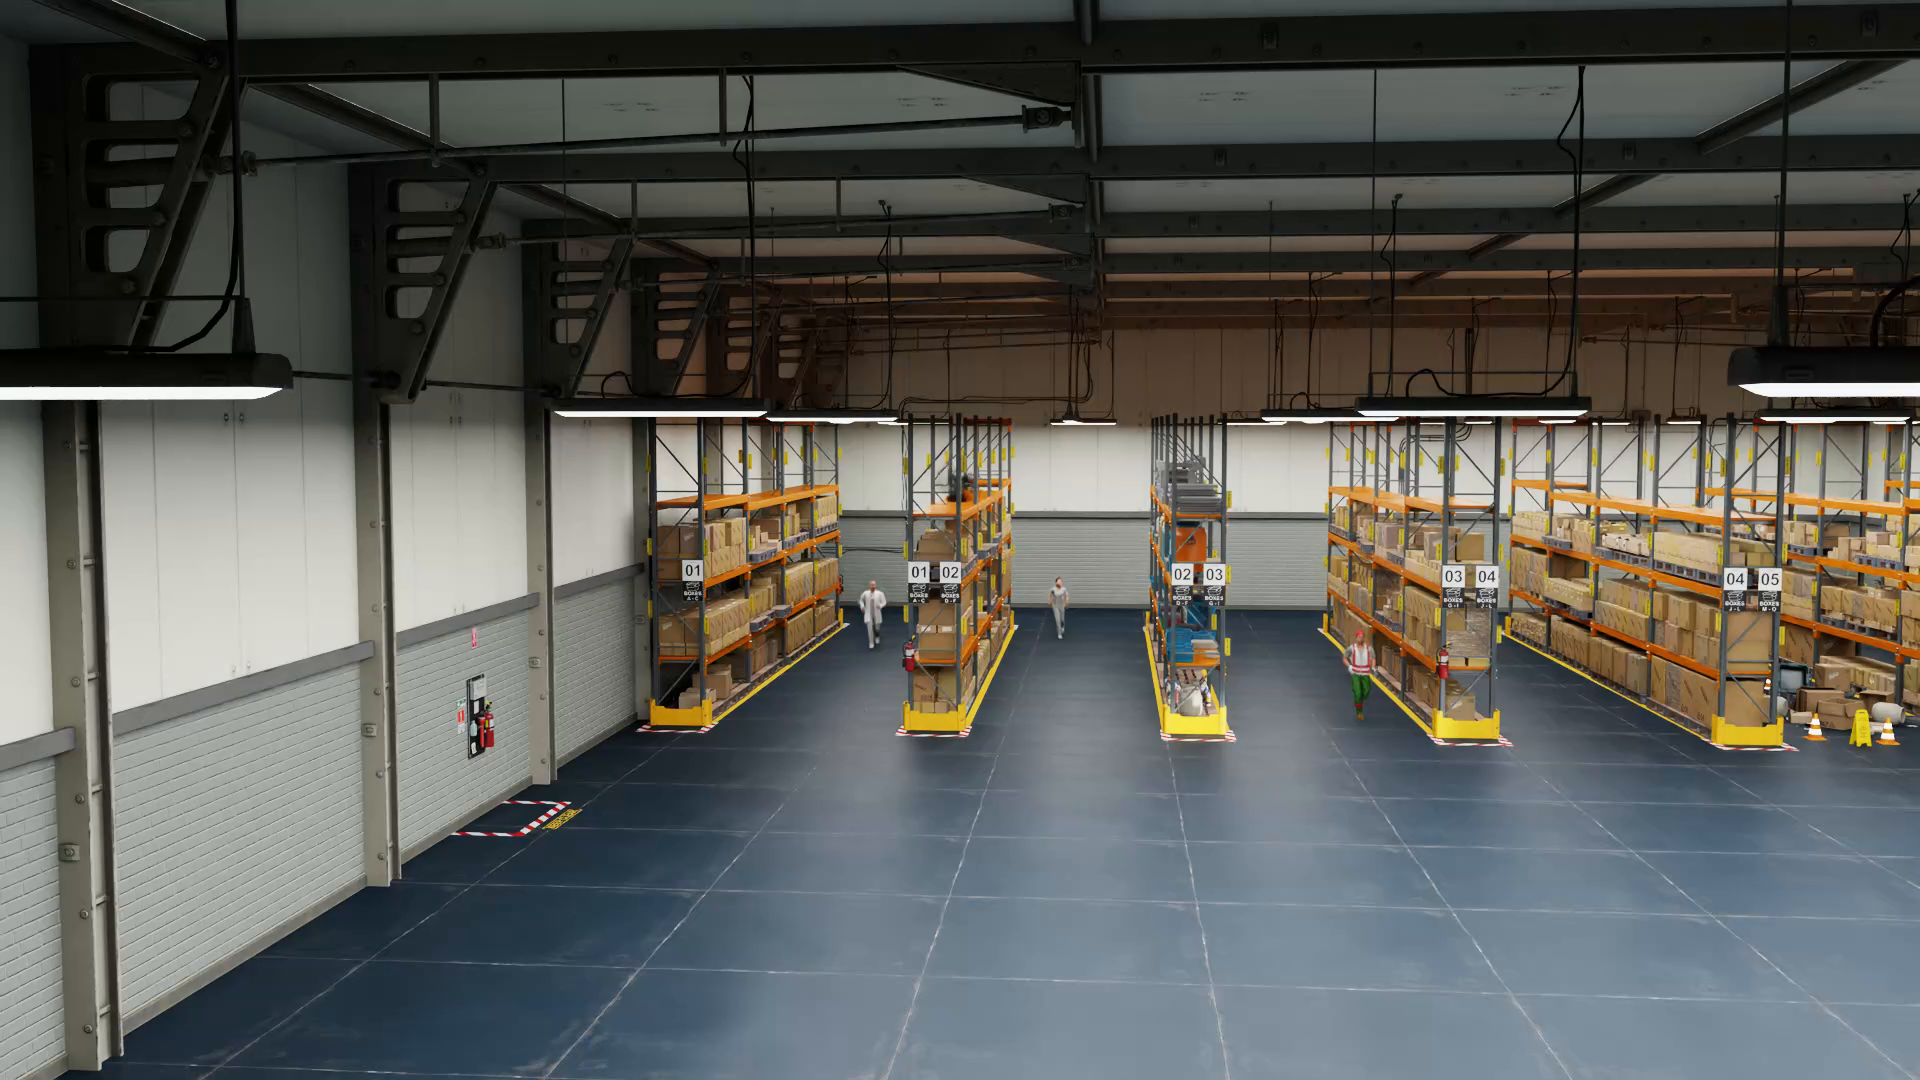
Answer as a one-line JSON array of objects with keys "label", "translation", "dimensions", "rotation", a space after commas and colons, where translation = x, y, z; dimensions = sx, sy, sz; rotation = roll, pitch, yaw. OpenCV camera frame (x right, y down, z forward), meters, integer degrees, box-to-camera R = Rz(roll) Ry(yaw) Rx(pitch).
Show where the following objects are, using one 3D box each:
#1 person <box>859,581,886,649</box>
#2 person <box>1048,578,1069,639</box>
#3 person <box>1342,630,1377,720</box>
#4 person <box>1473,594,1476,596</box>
[{"label": "person", "translation": [-2.284, 1.940, 43.311], "dimensions": [0.716, 1.736, 0.835], "rotation": [0, 4, -1]}, {"label": "person", "translation": [2.689, 1.853, 45.520], "dimensions": [0.570, 1.655, 0.652], "rotation": [0, 4, -2]}, {"label": "person", "translation": [7.884, 2.651, 32.825], "dimensions": [0.656, 1.744, 0.555], "rotation": [0, 4, 4]}, {"label": "person", "translation": [14.755, 1.703, 46.872], "dimensions": [0.751, 1.761, 0.703], "rotation": [-1, 4, -18]}]
